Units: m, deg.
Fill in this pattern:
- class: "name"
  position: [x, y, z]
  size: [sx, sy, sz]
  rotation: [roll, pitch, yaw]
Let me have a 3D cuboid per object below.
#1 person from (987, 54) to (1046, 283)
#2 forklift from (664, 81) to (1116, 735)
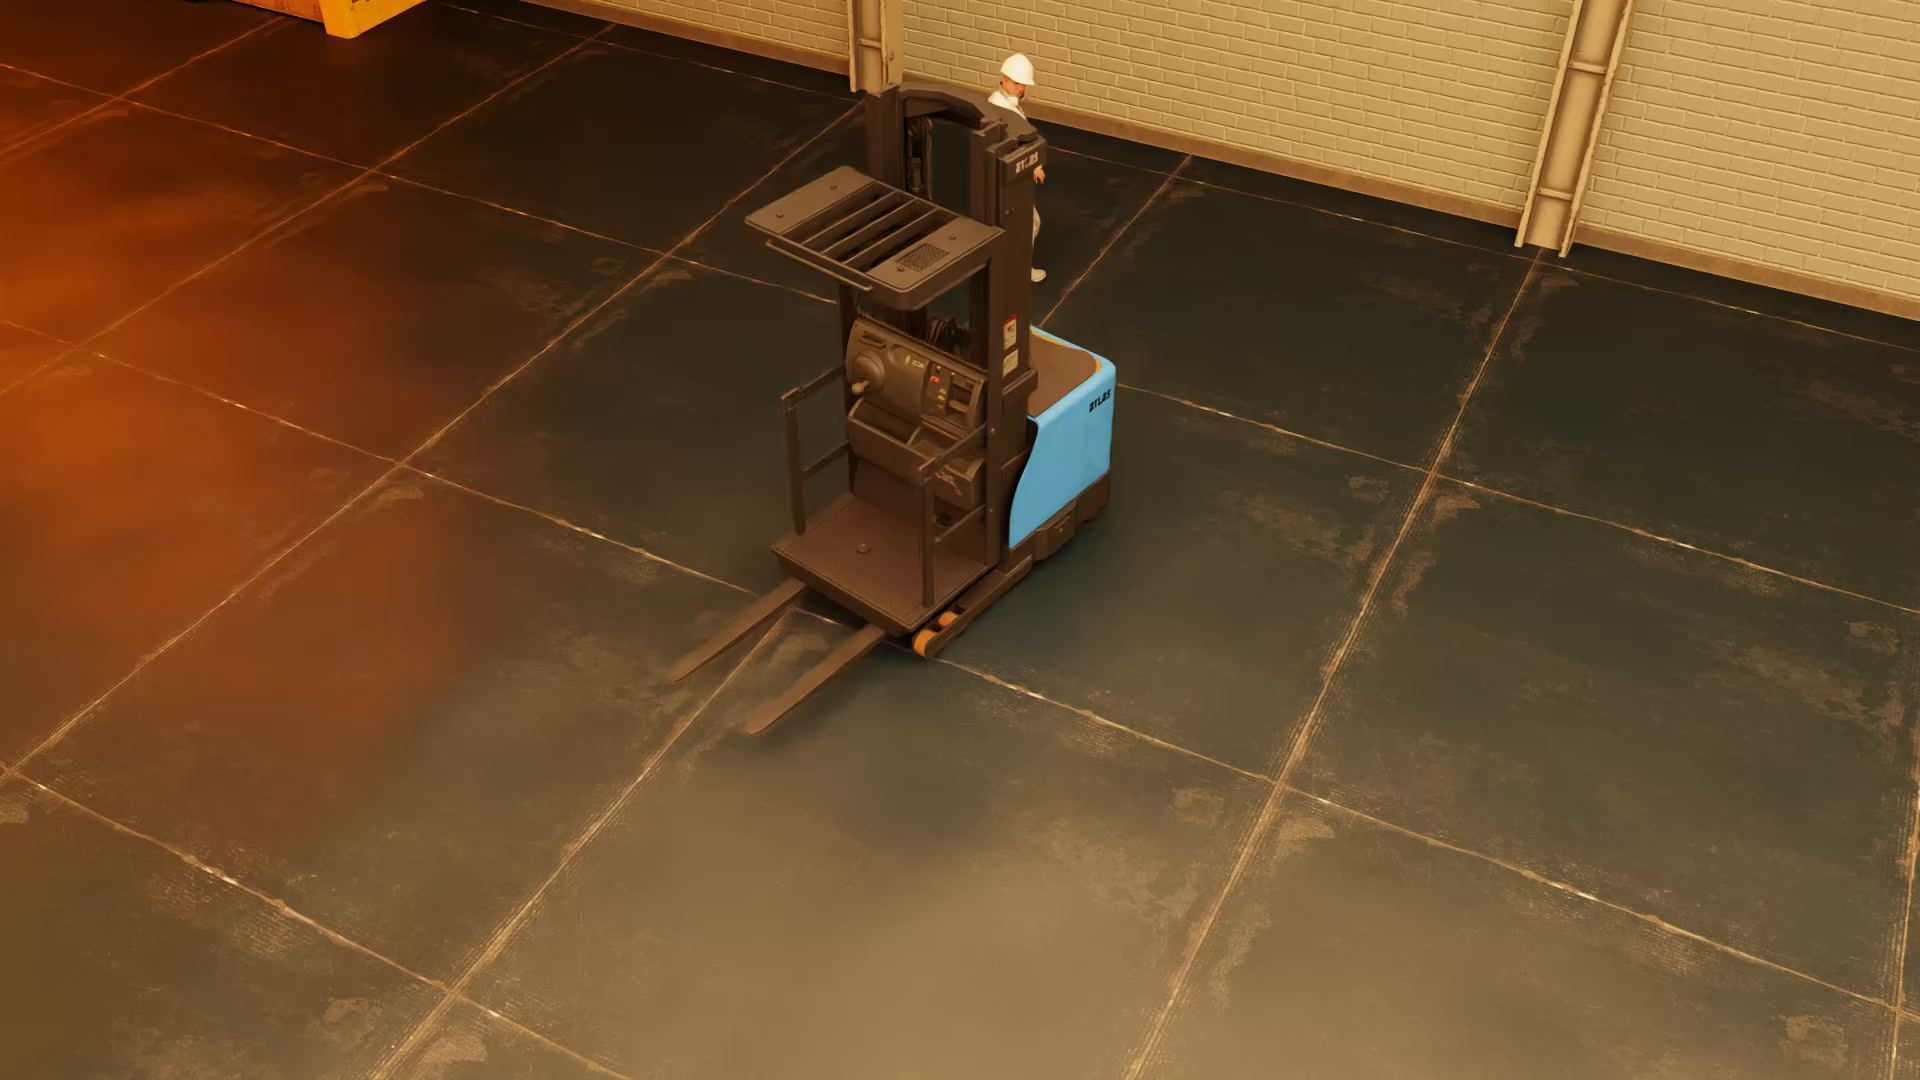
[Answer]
- class: "person"
  position: [0.380, -2.706, 12.163]
  size: [0.522, 1.715, 0.745]
  rotation: [-4, 40, -5]
- class: "forklift"
  position: [-0.387, -0.817, 8.956]
  size: [1.130, 2.935, 3.031]
  rotation: [28, 48, 29]
